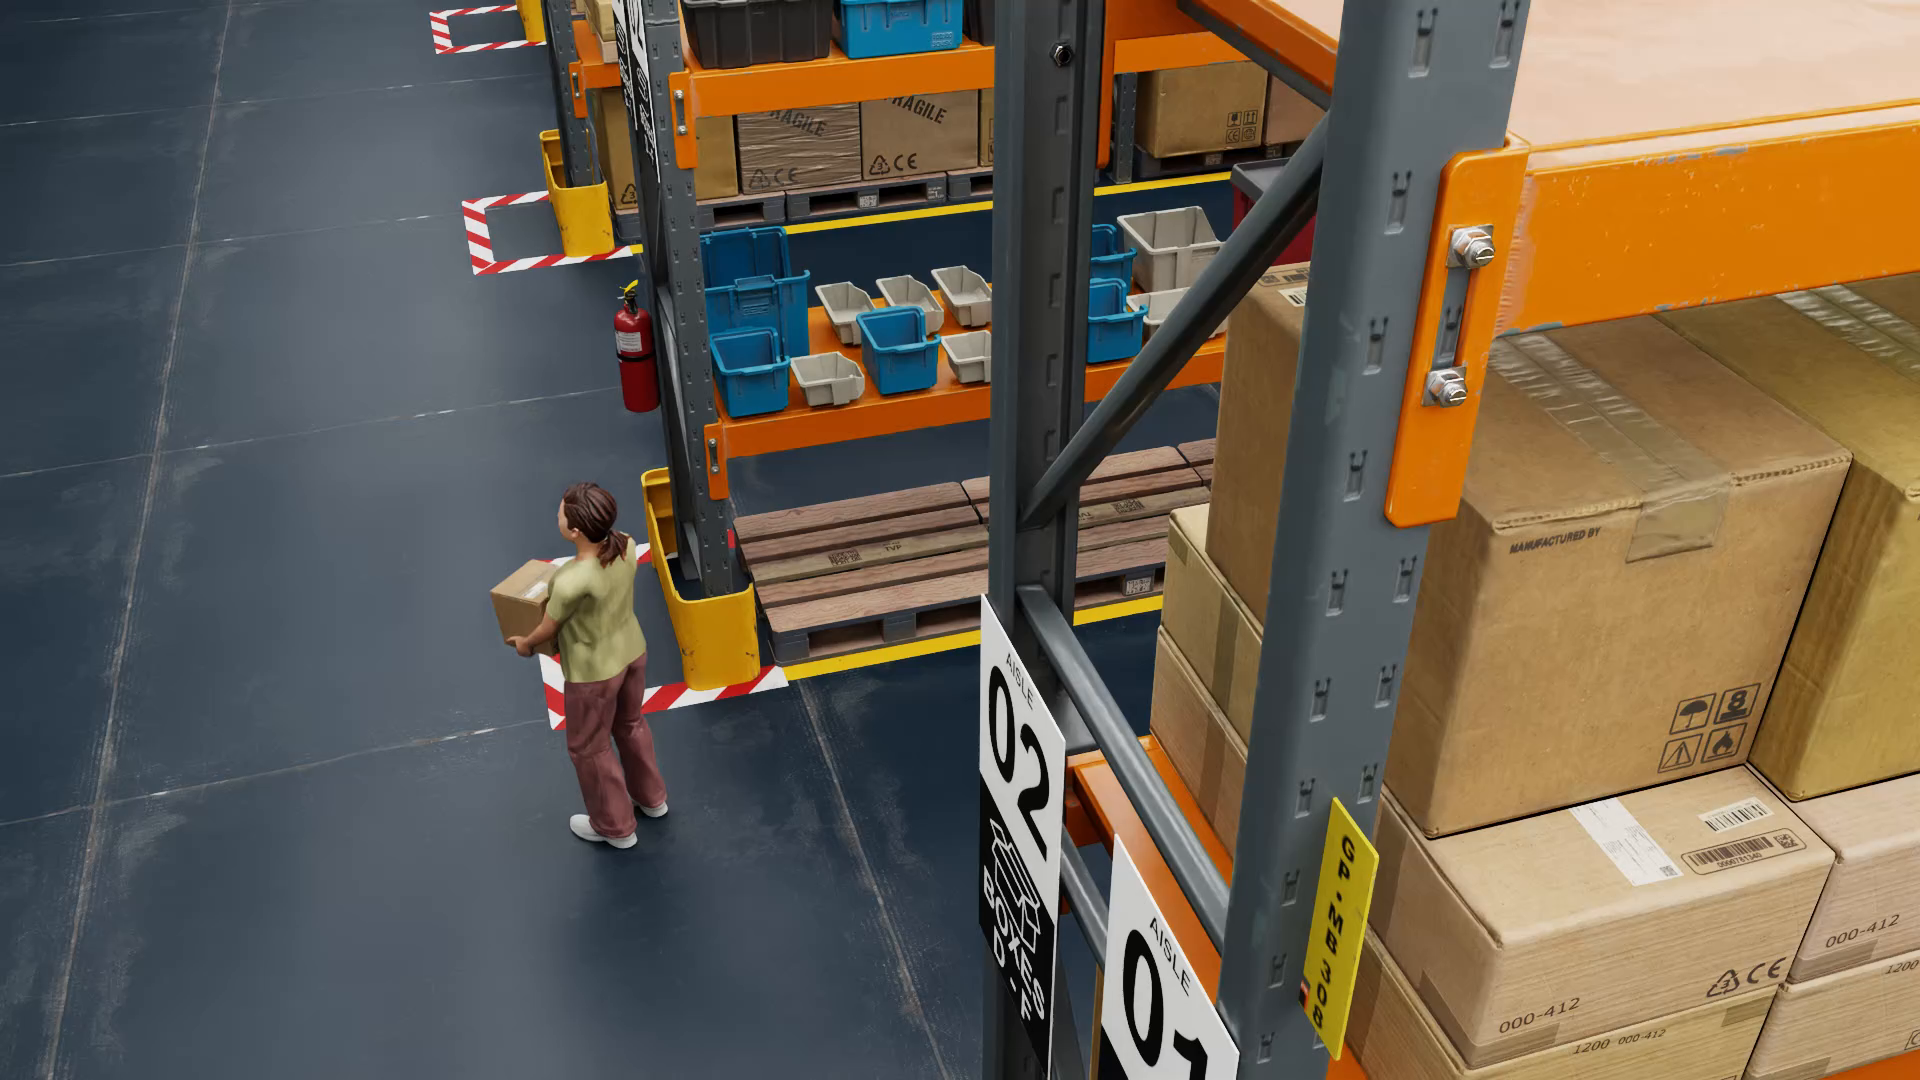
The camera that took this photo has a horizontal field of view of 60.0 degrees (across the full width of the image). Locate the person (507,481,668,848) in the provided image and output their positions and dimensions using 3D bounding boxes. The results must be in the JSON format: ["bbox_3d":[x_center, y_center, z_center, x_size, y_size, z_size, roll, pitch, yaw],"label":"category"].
[{"bbox_3d":[-1.447,0.465,6.466,0.551,1.667,0.424,17,37,23],"label":"person"}]
